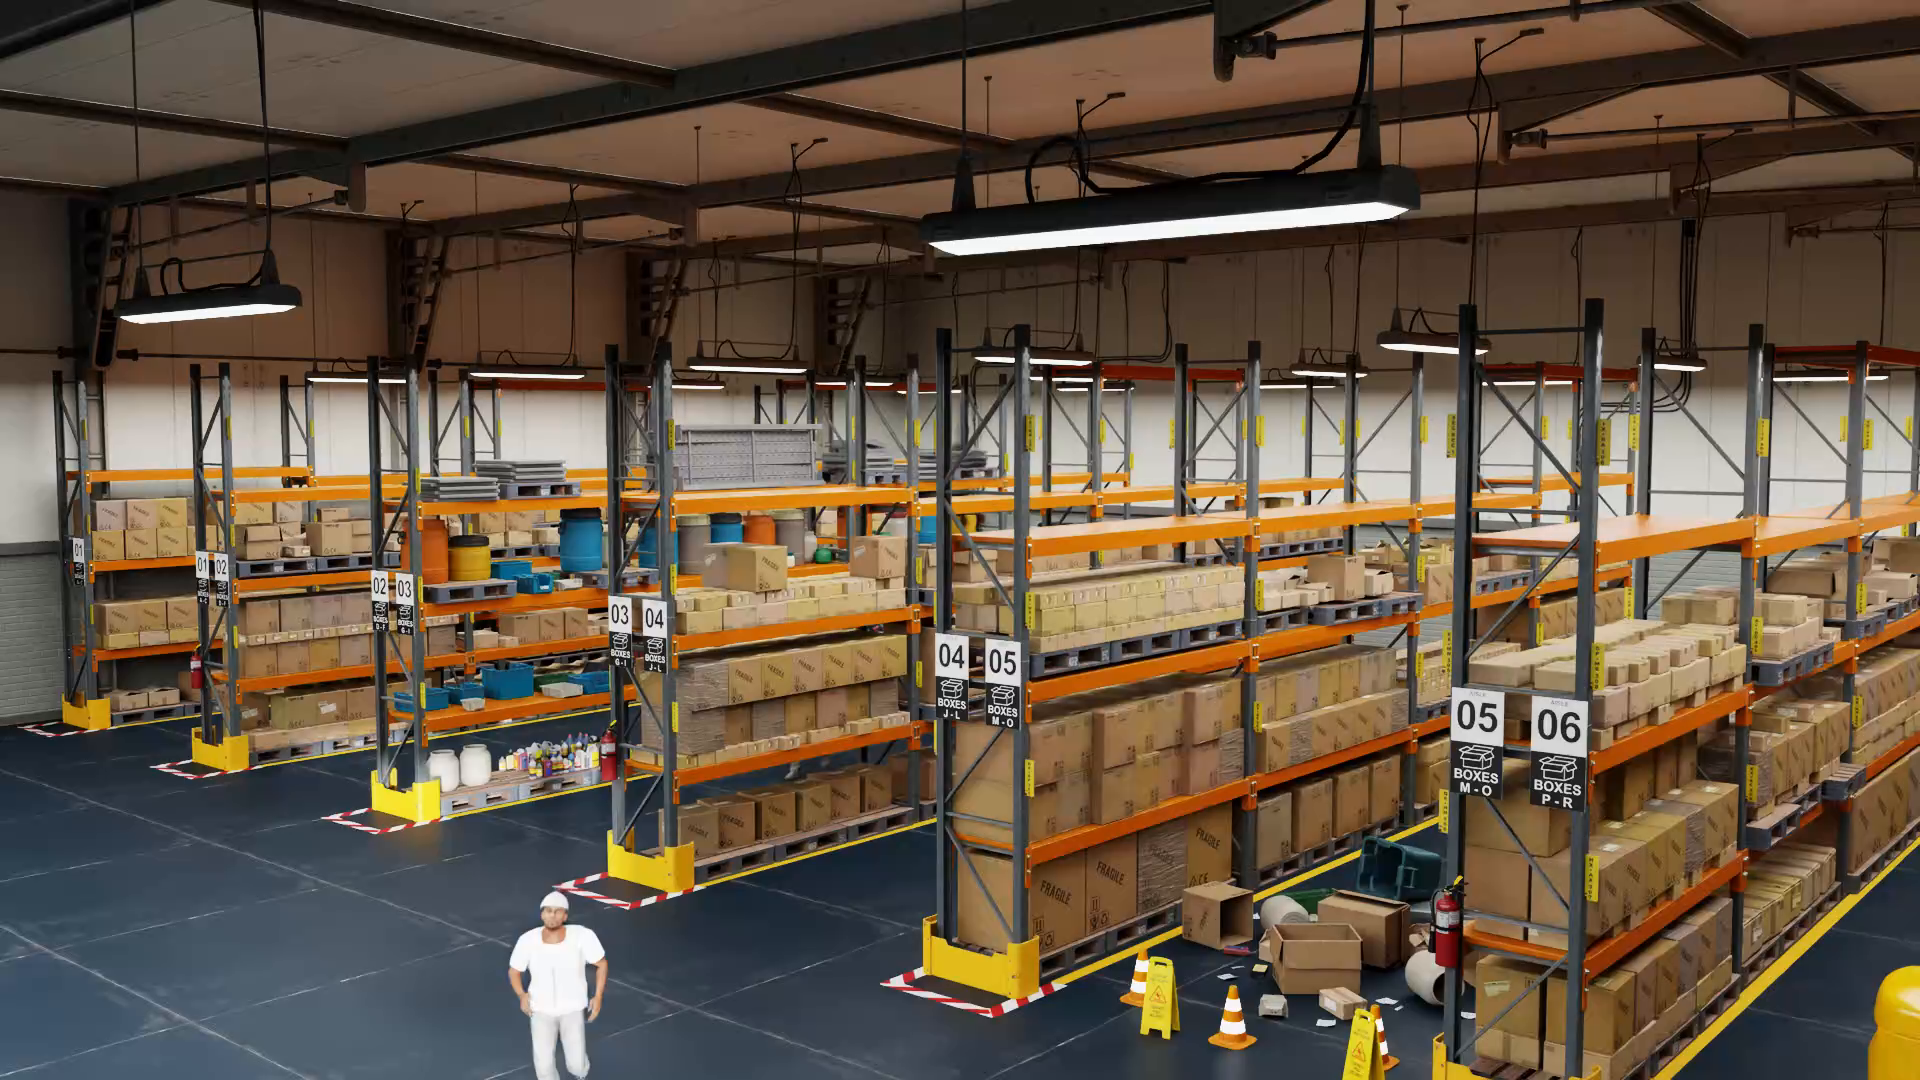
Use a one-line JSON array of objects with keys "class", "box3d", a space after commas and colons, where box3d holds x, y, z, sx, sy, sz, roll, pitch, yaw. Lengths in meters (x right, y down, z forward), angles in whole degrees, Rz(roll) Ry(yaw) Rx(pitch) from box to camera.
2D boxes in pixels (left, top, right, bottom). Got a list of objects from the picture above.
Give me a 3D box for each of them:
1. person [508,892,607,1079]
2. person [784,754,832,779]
[{"class": "person", "box3d": [-2.973, 3.432, 12.295, 0.720, 1.706, 0.661, -1, 4, -10]}, {"class": "person", "box3d": [-2.228, 2.547, 24.052, 0.668, 1.750, 0.912, 3, 5, 32]}]
